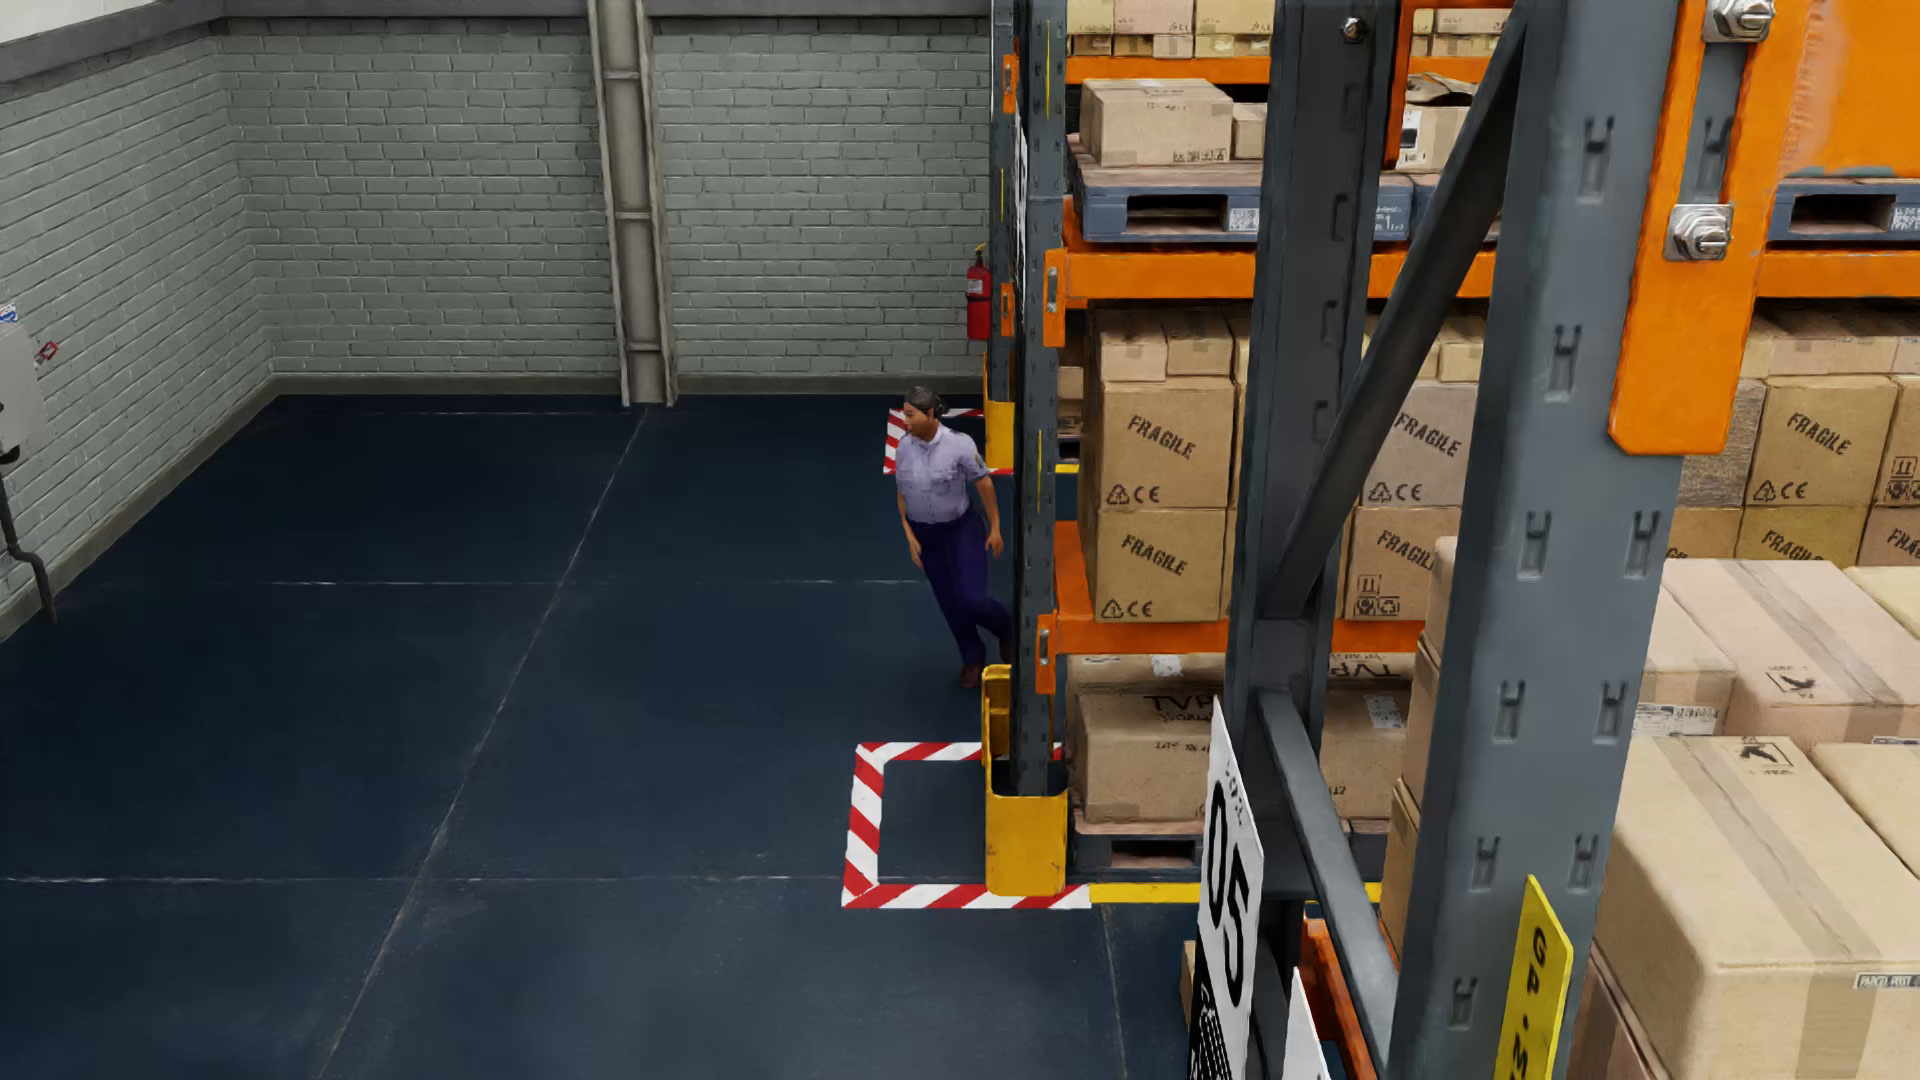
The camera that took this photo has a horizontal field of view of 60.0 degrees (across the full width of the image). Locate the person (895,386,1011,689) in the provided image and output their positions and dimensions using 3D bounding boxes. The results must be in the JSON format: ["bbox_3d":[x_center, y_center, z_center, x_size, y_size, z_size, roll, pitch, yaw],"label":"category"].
[{"bbox_3d":[-0.028,-0.020,8.671,0.660,1.604,0.493,11,27,24],"label":"person"}]
